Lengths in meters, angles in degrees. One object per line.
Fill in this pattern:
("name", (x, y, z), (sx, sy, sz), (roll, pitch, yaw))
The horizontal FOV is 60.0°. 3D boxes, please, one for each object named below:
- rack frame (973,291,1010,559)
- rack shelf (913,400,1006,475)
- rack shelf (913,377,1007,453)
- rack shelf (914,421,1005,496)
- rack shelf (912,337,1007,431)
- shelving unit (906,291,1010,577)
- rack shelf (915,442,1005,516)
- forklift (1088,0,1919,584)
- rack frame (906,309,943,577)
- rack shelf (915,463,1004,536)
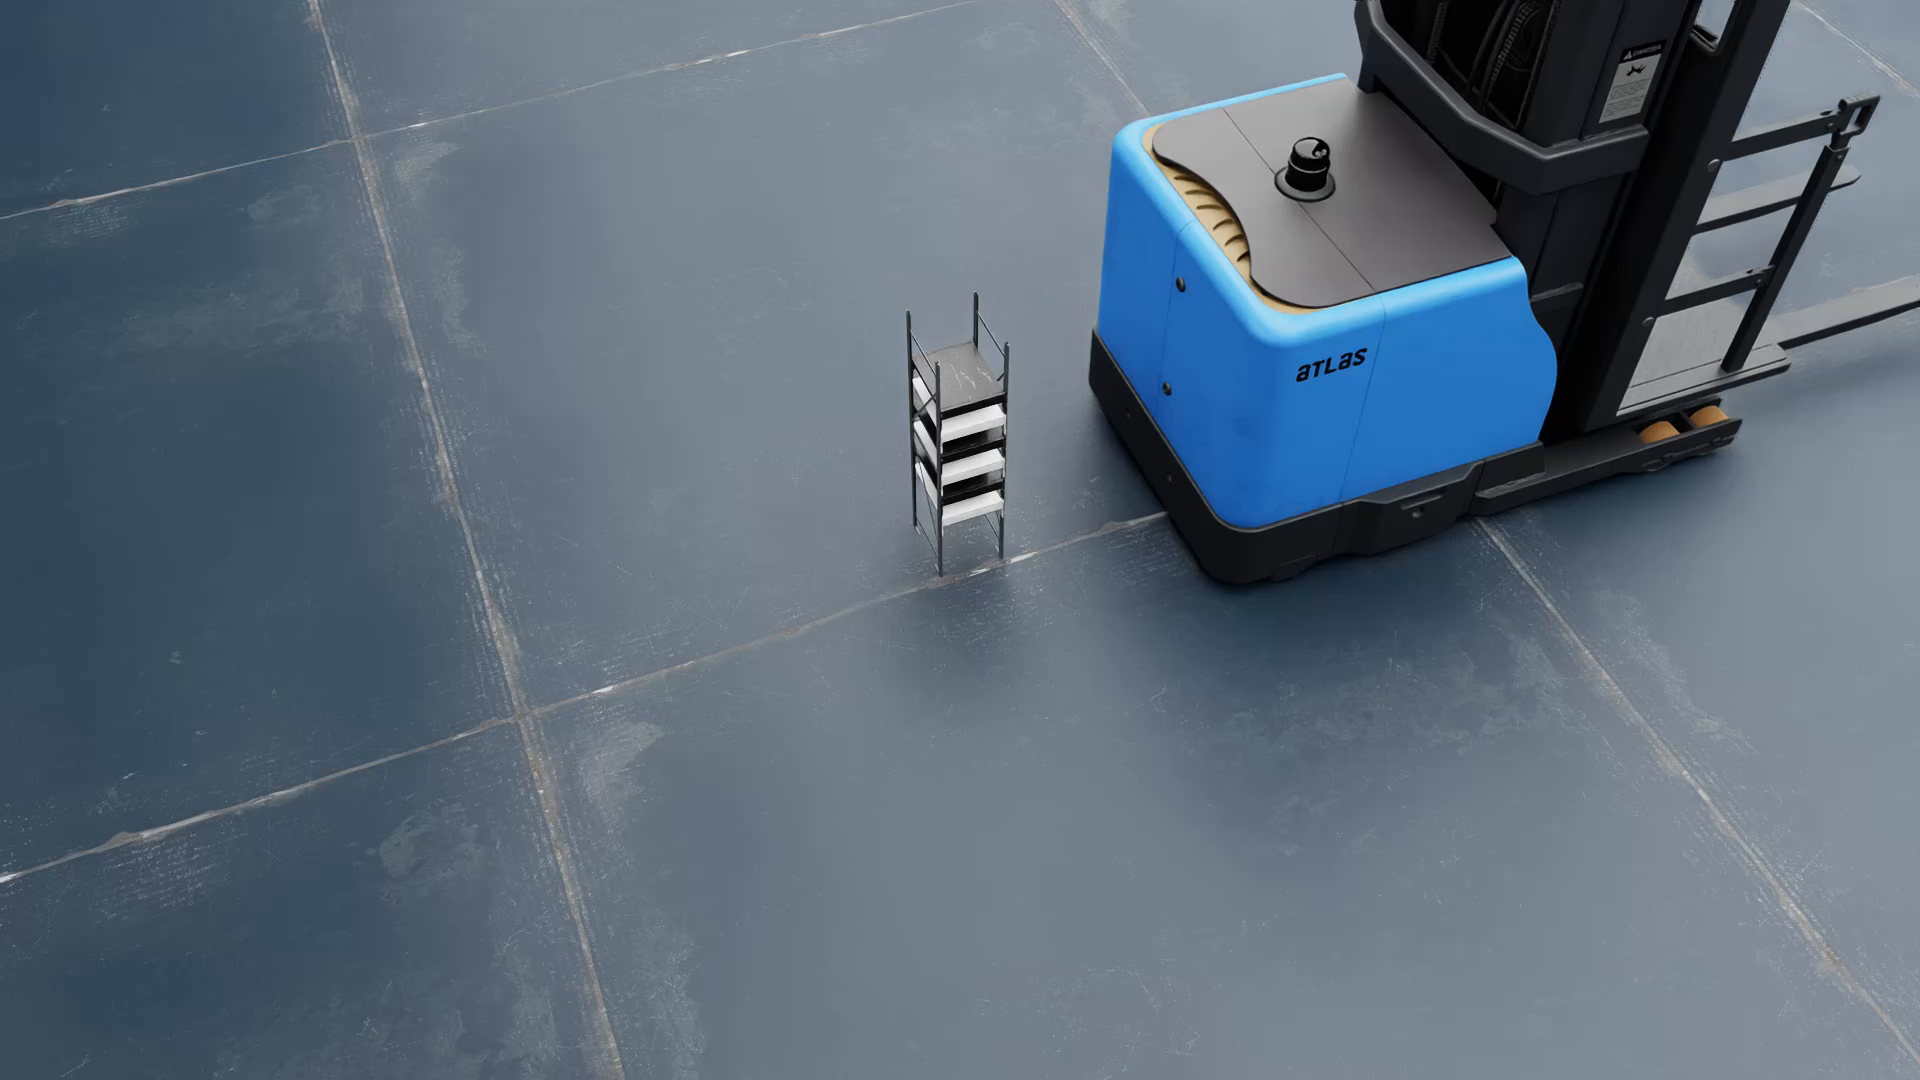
("rack frame", (0.087, -0.320, 4.932), (0.006, 0.900, 0.240), (-17, 52, -14))
("rack shelf", (-0.008, -0.328, 4.864), (0.200, 0.077, 0.258), (-17, 52, -14))
("rack shelf", (-0.008, -0.386, 4.795), (0.200, 0.077, 0.258), (-17, 52, -14))
("rack shelf", (-0.008, -0.269, 4.932), (0.200, 0.077, 0.258), (-17, 52, -14))
("rack shelf", (-0.008, -0.445, 4.727), (0.200, 0.077, 0.258), (-17, 52, -14))
("shelving unit", (-0.008, -0.291, 4.907), (0.210, 0.900, 0.258), (-17, 52, -14))
("rack shelf", (-0.008, -0.211, 5.000), (0.200, 0.077, 0.258), (-17, 52, -14))
("forklift", (2.004, -1.539, 4.640), (3.031, 2.935, 1.130), (-16, 51, -14))
("rack frame", (-0.102, -0.262, 4.882), (0.006, 0.900, 0.240), (-17, 52, -14))
("rack shelf", (-0.008, -0.152, 5.068), (0.200, 0.077, 0.258), (-17, 52, -14))
